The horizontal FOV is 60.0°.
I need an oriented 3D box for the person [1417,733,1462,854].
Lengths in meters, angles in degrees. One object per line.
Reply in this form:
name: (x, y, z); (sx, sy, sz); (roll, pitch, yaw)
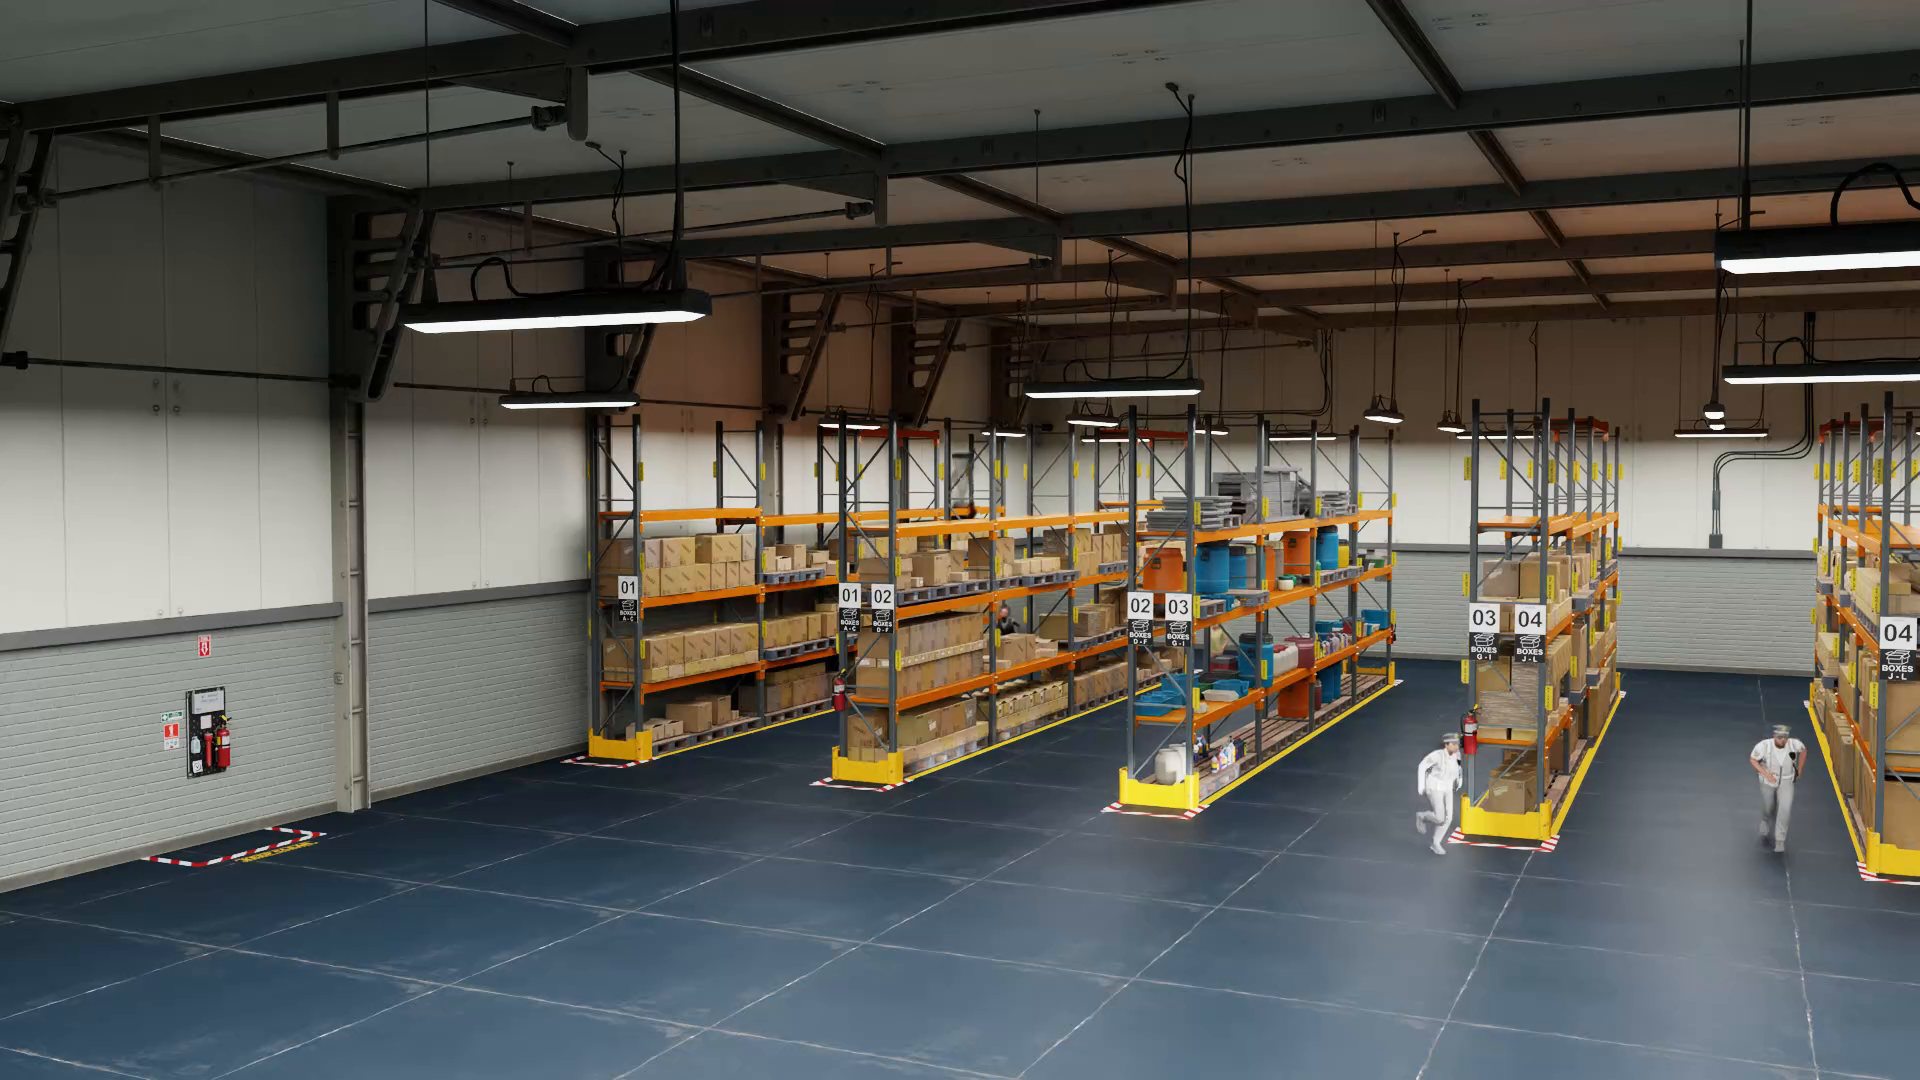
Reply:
person: (6.320, 3.312, 21.952); (0.610, 1.620, 0.714); (-1, 3, -28)

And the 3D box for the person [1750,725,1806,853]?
person: (10.917, 3.276, 22.262); (0.703, 1.720, 1.025); (1, 2, 13)

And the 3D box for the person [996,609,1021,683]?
person: (1.105, 2.505, 39.835); (0.678, 1.743, 0.851); (1, 2, 14)

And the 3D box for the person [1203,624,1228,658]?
person: (5.883, 2.610, 38.352); (0.576, 1.622, 0.558); (1, 2, 16)
